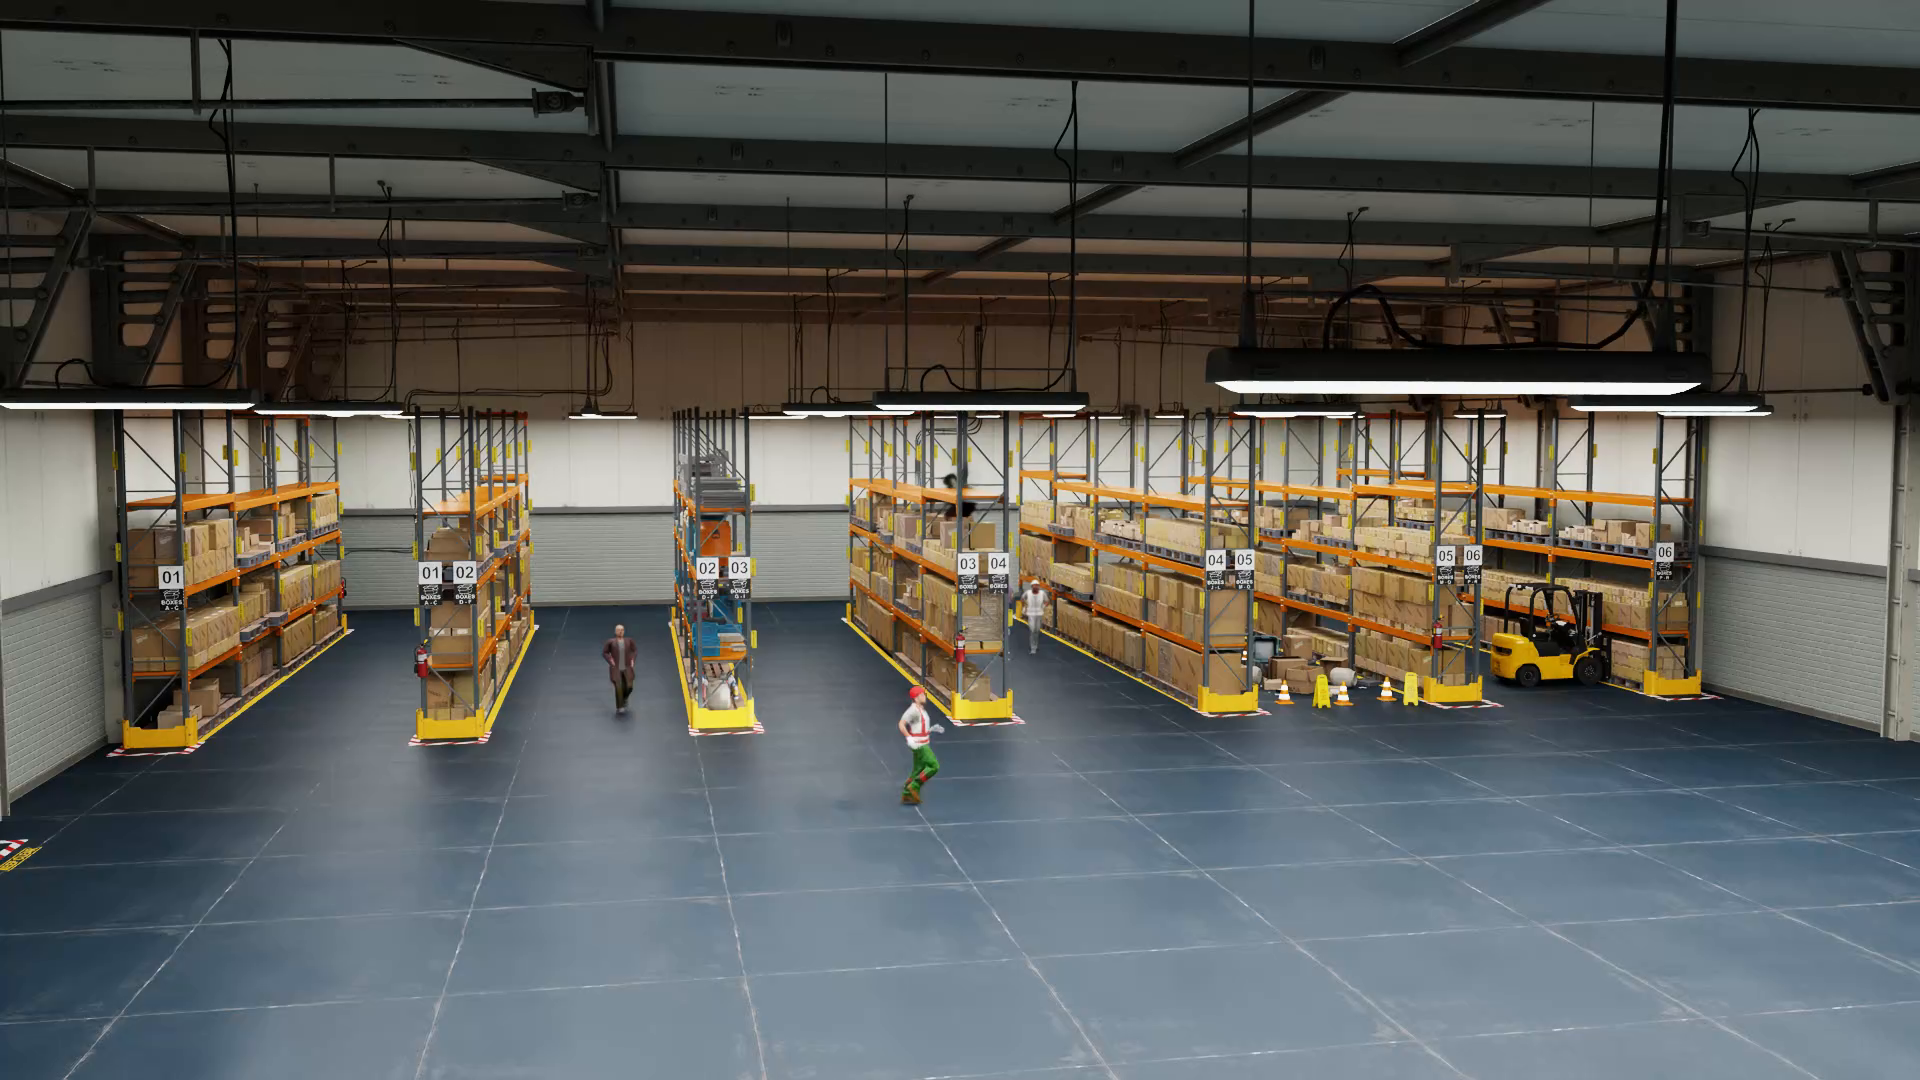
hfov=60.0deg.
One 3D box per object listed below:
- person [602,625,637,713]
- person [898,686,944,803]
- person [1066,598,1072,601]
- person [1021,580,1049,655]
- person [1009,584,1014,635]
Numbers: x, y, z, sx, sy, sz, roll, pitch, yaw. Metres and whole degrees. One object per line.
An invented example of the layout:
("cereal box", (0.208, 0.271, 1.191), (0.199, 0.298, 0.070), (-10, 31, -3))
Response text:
("person", (-6.652, 2.533, 32.653), (0.705, 1.727, 0.603), (-2, 4, -21))
("person", (-0.565, 3.058, 24.875), (0.650, 1.743, 0.646), (0, 4, 6))
("person", (3.318, 1.344, 49.863), (0.669, 1.697, 0.842), (-3, 5, -36))
("person", (1.881, 1.889, 41.345), (0.668, 1.817, 0.860), (-1, 4, -9))
("person", (1.222, 1.746, 44.904), (0.538, 1.586, 0.790), (-1, 4, -16))
